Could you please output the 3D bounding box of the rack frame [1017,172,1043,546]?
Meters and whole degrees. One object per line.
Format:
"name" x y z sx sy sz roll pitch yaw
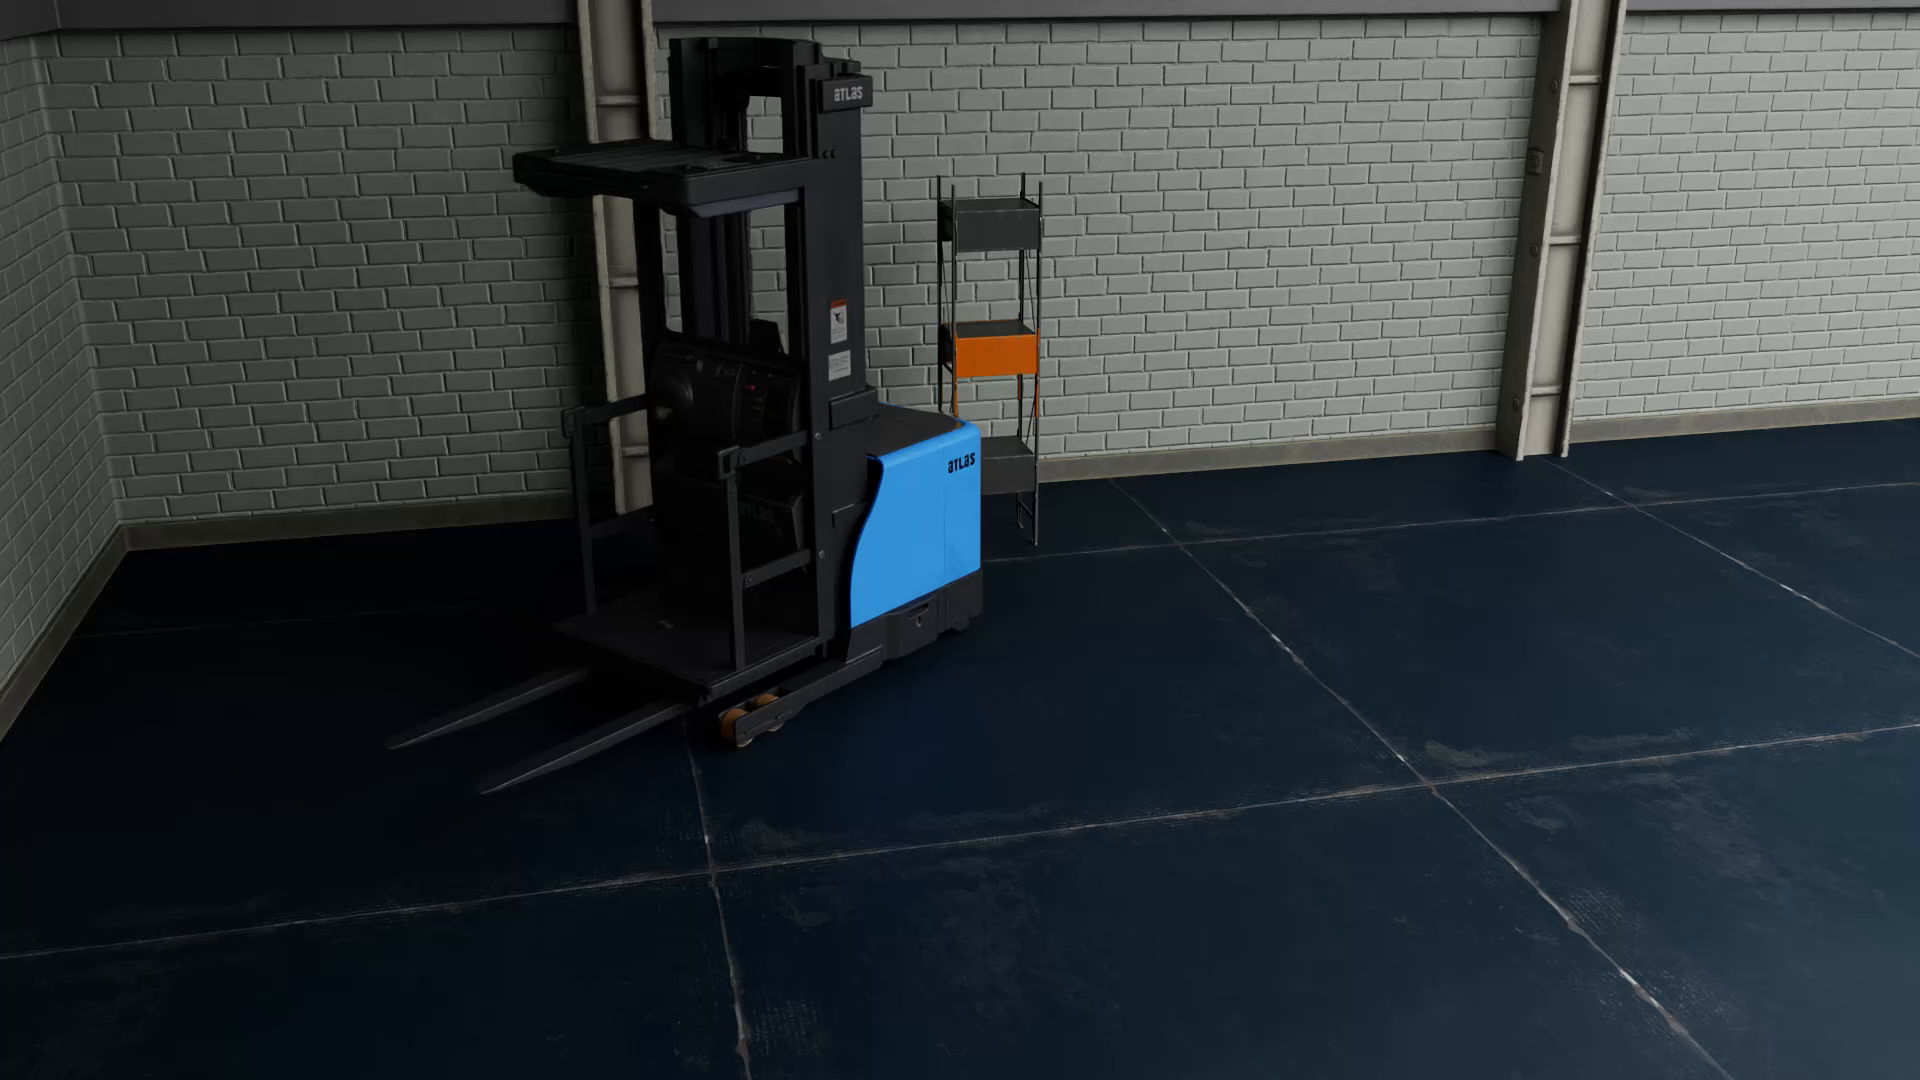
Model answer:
"rack frame" 0.399 -1.018 9.542 0.015 2.100 0.400 -5 21 -12

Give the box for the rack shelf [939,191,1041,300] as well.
"rack shelf" 0.161 -1.644 9.253 0.480 0.518 0.431 -5 21 -12

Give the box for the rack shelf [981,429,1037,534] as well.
"rack shelf" 0.161 -0.329 9.735 0.480 0.518 0.431 -5 21 -12

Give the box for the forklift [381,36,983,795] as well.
"forklift" -1.190 -0.657 7.347 1.130 2.935 3.031 15 25 36

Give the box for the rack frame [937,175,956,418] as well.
"rack frame" -0.076 -0.980 9.436 0.015 2.100 0.400 -5 21 -12

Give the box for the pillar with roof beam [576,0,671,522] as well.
"pillar with roof beam" -0.916 -2.917 4.695 0.400 9.000 9.100 -5 21 -12

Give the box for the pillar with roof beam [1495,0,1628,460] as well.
"pillar with roof beam" 4.923 -3.392 5.991 0.400 9.000 9.100 -5 21 -12

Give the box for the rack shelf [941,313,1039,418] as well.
"rack shelf" 0.161 -0.986 9.494 0.480 0.518 0.431 -5 21 -12

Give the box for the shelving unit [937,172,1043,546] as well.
"shelving unit" 0.161 -0.999 9.489 0.503 2.100 0.431 -5 21 -12
